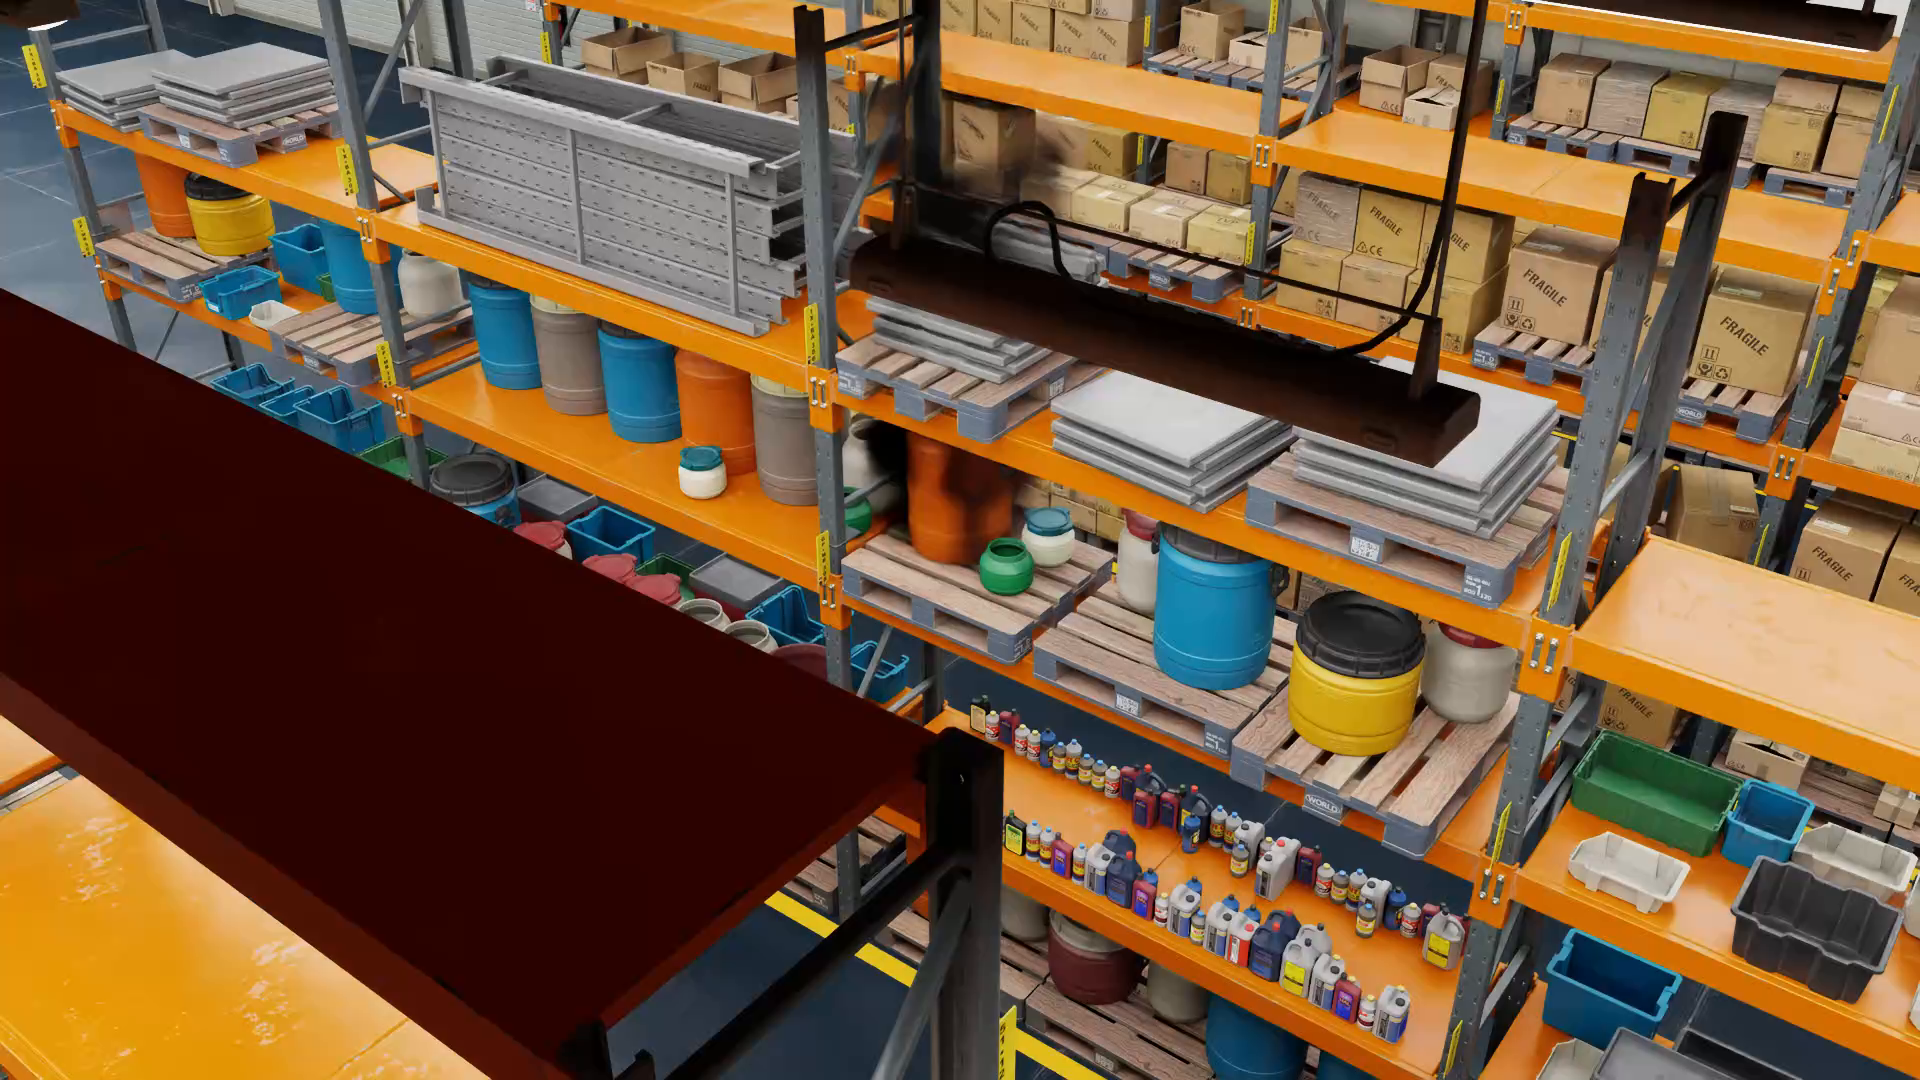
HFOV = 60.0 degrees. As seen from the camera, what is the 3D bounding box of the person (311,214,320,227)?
[{"bbox_3d":[-6.850,-2.936,18.382,0.909,1.794,0.676,-11,33,-18],"label":"person"}]
